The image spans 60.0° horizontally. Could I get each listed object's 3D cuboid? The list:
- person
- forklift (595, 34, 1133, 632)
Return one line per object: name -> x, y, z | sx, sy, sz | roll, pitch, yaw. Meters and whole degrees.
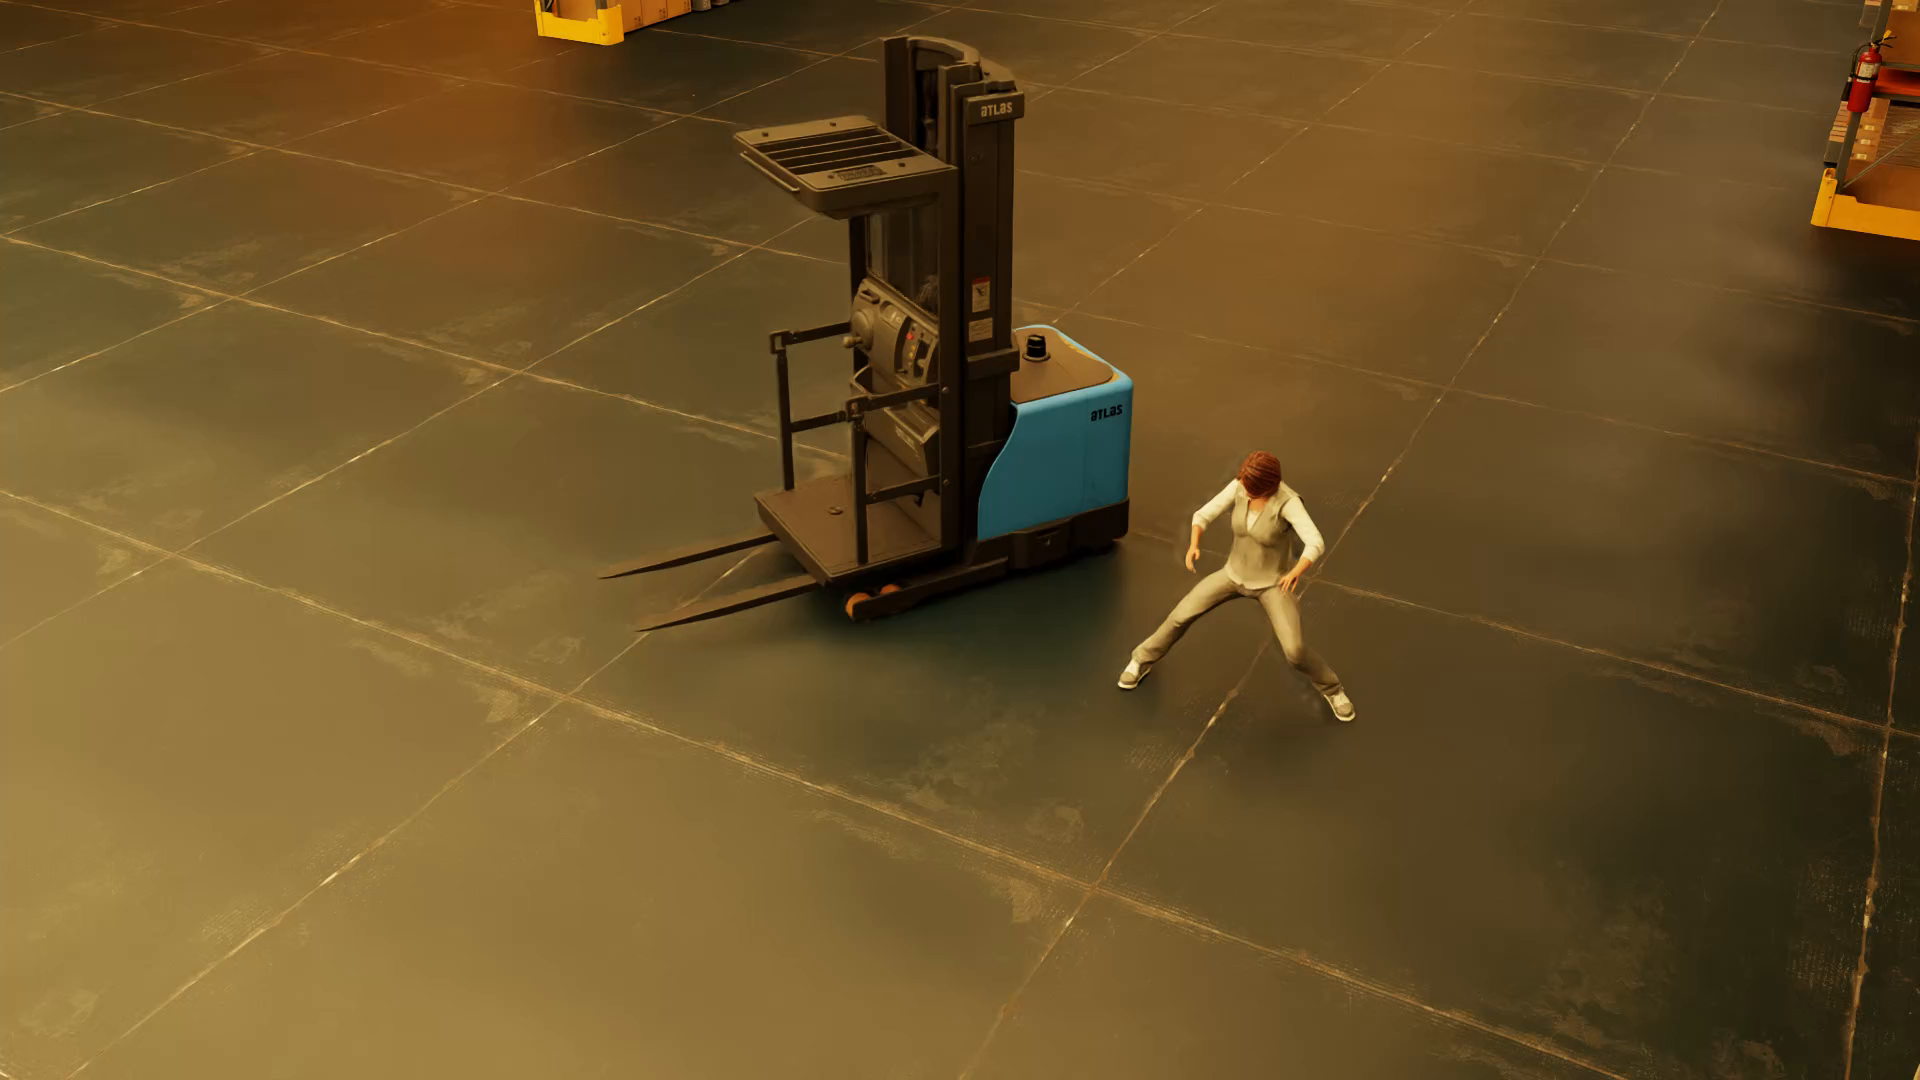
person -> 1.423, 0.233, 8.224 | 1.138, 1.379, 0.656 | 24, 38, 35
forklift -> -0.540, -1.110, 8.993 | 3.031, 2.935, 1.130 | -15, 33, -25
